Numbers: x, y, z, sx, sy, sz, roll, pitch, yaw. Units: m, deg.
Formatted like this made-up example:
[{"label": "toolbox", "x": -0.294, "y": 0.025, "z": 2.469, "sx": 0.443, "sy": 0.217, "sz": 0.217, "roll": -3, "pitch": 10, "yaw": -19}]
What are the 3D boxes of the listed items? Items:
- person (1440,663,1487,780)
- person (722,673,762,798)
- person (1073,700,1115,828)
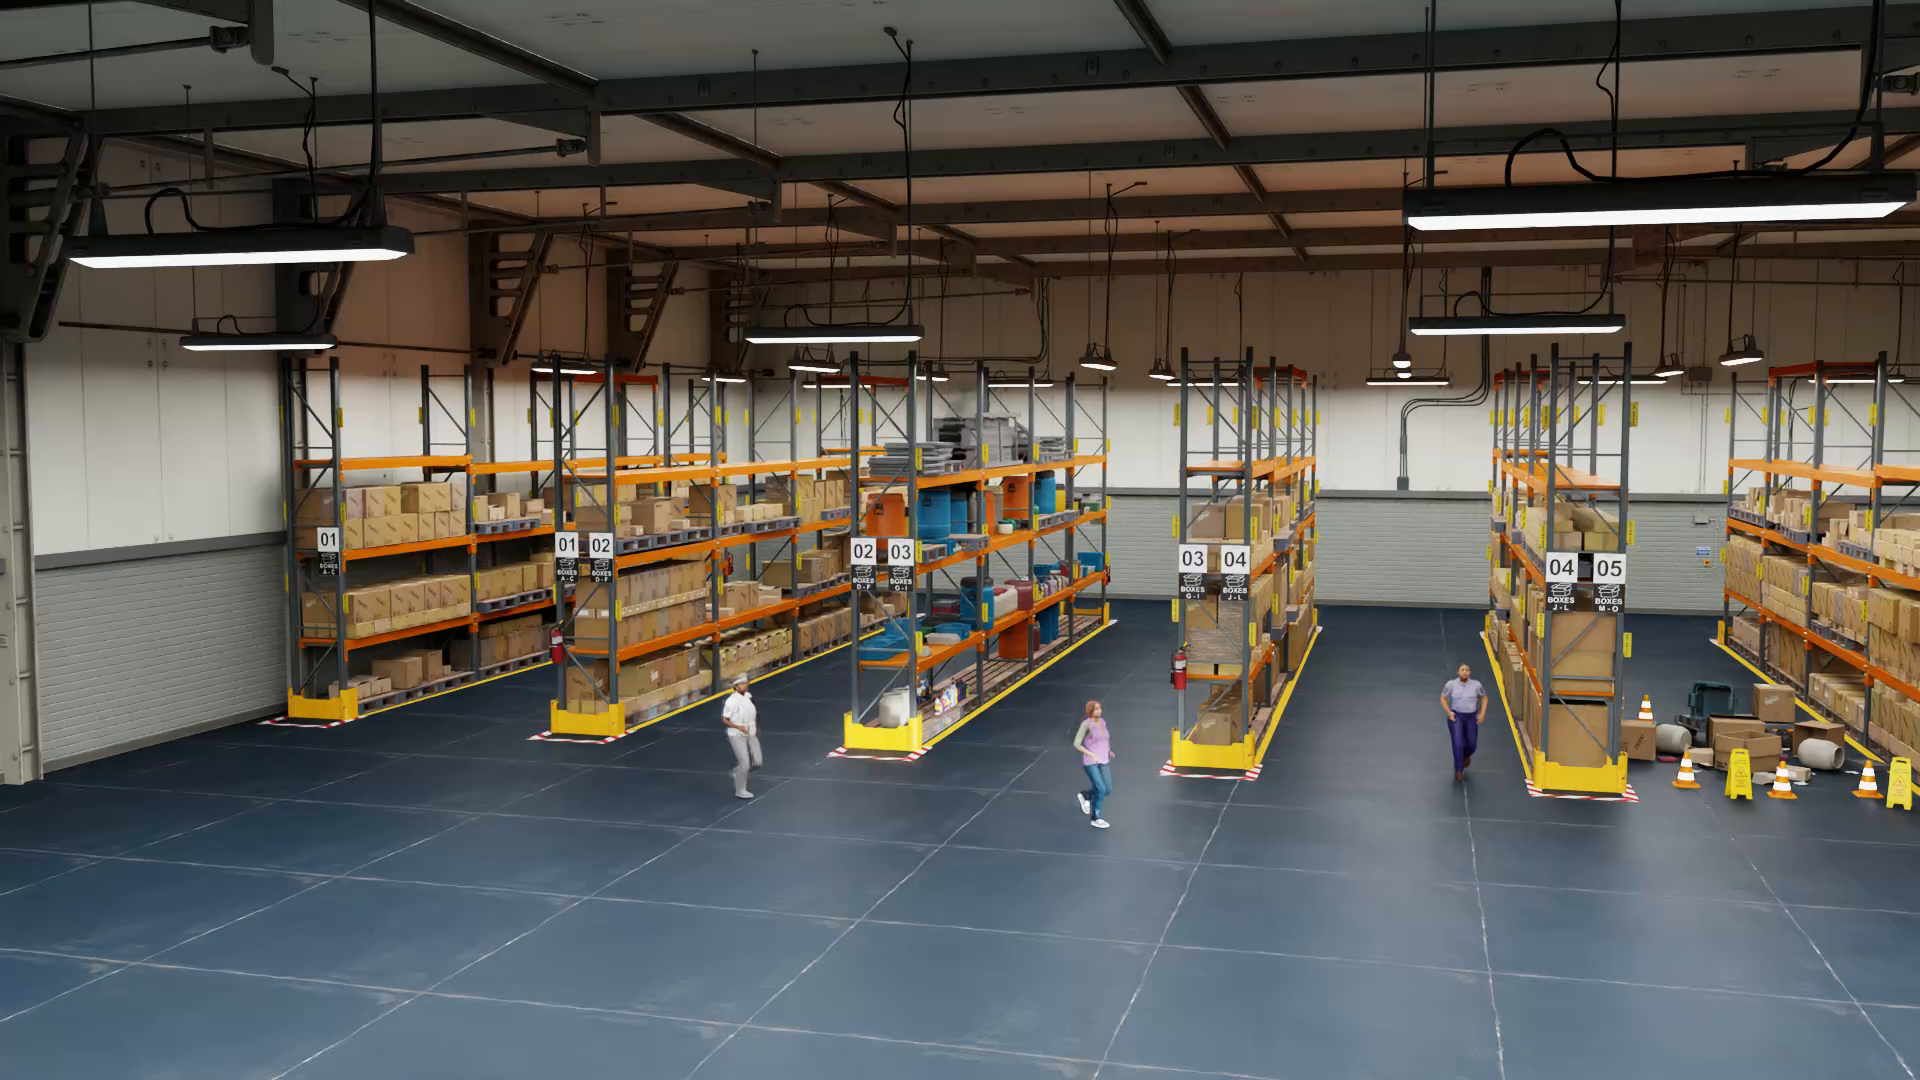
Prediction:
[{"label": "person", "x": 7.020, "y": 2.507, "z": 23.245, "sx": 0.616, "sy": 1.613, "sz": 0.585, "roll": 1, "pitch": 4, "yaw": 9}, {"label": "person", "x": -2.861, "y": 2.567, "z": 21.919, "sx": 0.578, "sy": 1.651, "sz": 0.572, "roll": 4, "pitch": 6, "yaw": 41}, {"label": "person", "x": 1.616, "y": 2.729, "z": 20.411, "sx": 0.536, "sy": 1.547, "sz": 0.572, "roll": -4, "pitch": 6, "yaw": -41}]
